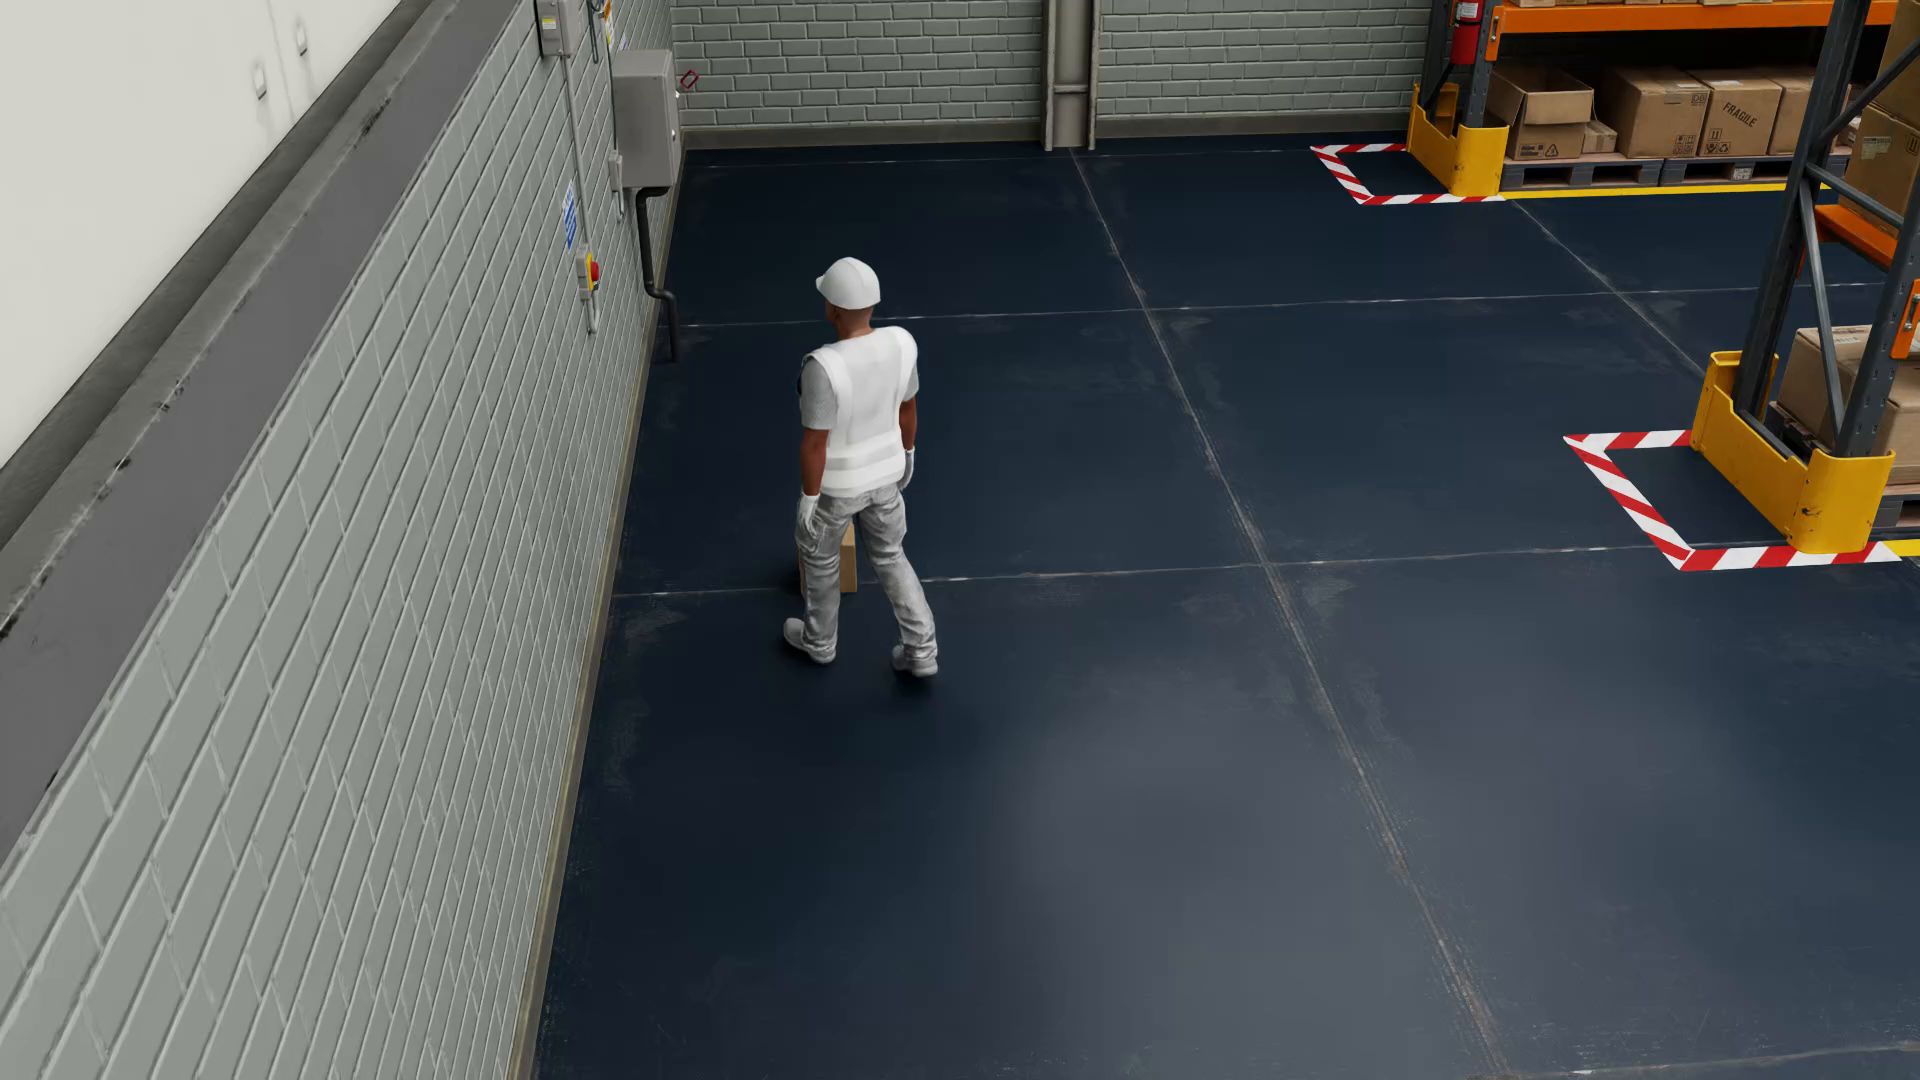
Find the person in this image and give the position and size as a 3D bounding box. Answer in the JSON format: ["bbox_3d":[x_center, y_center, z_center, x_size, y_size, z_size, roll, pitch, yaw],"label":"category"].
[{"bbox_3d":[-0.417,-0.257,6.535,0.594,1.781,0.744,-23,38,-33],"label":"person"}]
